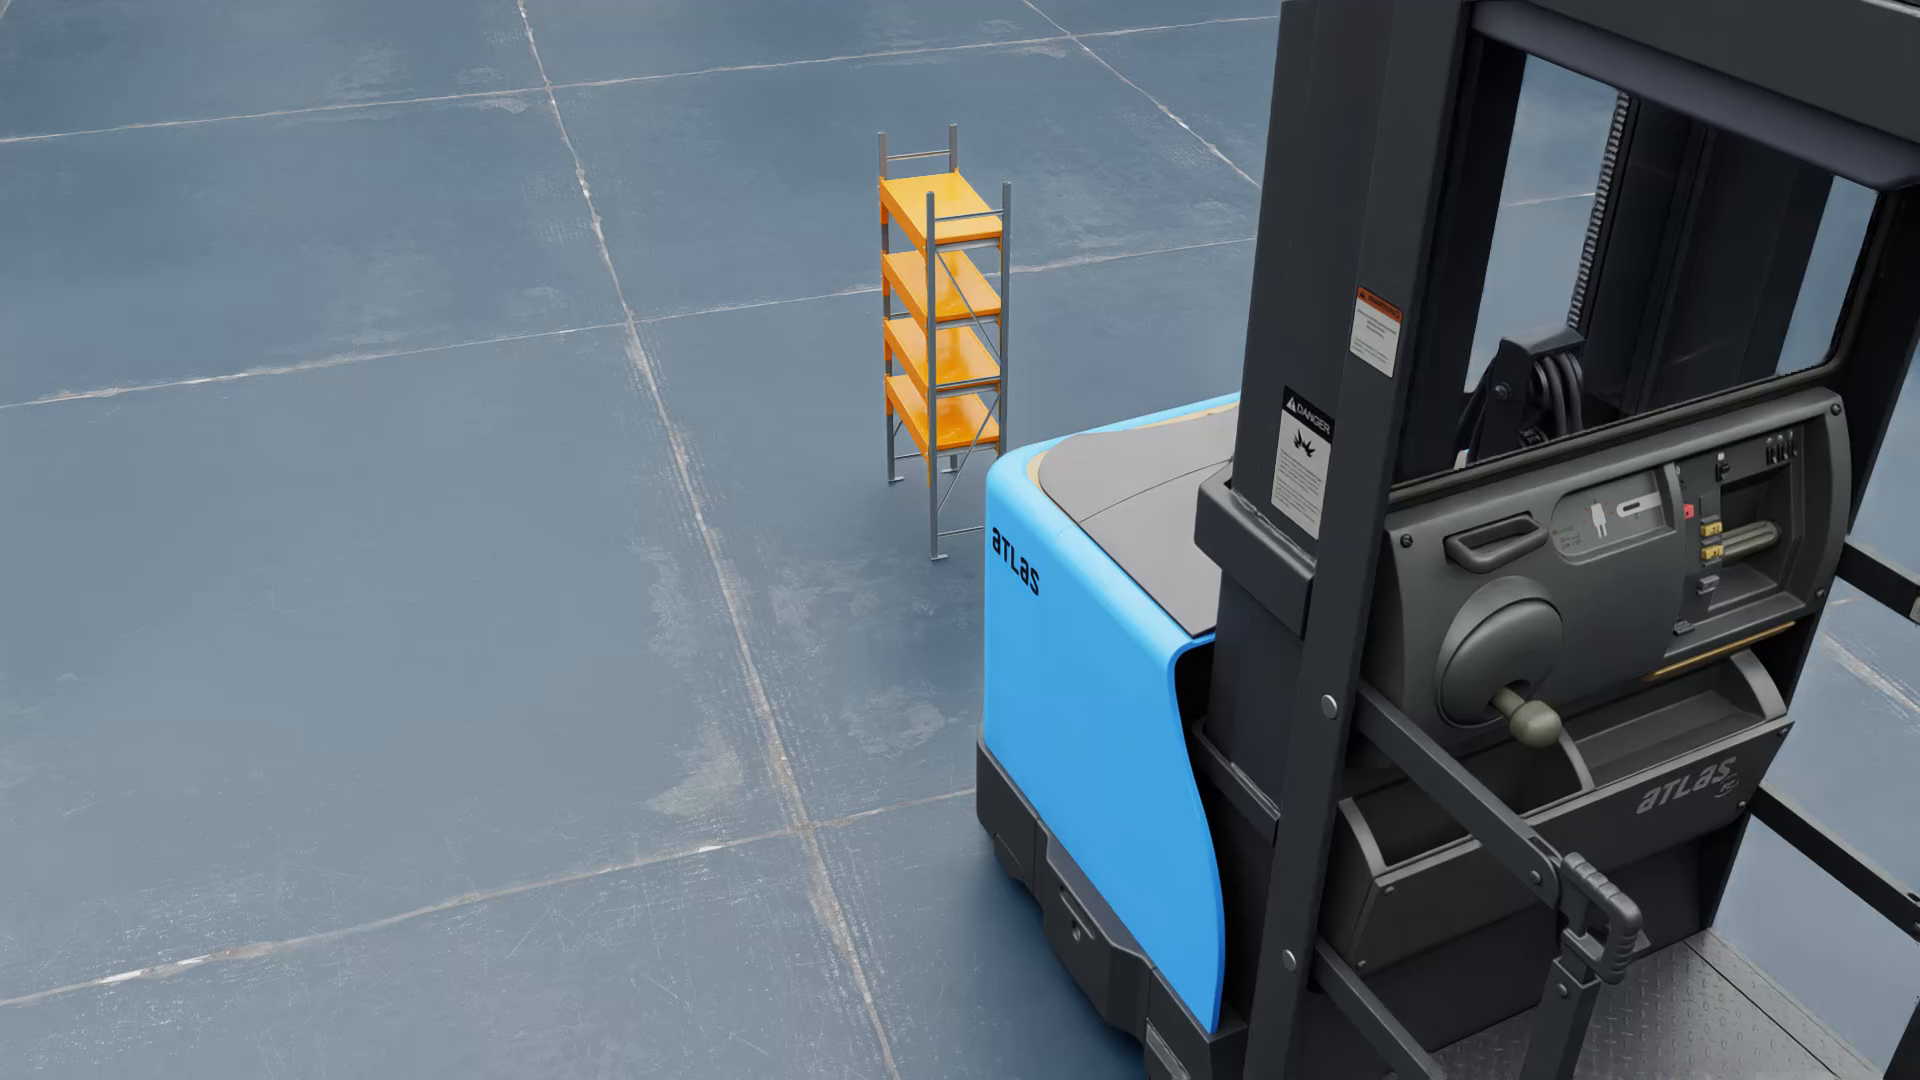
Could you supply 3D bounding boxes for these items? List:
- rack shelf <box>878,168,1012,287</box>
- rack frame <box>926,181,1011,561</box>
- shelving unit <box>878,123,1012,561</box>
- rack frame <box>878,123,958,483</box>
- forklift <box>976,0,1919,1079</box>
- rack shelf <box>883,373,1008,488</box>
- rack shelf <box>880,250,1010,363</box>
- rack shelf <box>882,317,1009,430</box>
[{"bbox_3d":[-0.050,-0.915,4.834,0.258,0.148,0.480,-10,35,-15],"label":"rack shelf"},{"bbox_3d":[0.024,-0.459,4.857,0.240,1.200,0.015,-10,35,-15],"label":"rack frame"},{"bbox_3d":[-0.050,-0.587,5.051,0.258,1.200,0.503,-10,35,-15],"label":"shelving unit"},{"bbox_3d":[-0.125,-0.716,5.245,0.240,1.200,0.015,-10,35,-15],"label":"rack frame"},{"bbox_3d":[1.145,0.098,2.443,1.130,2.935,3.031,-15,36,-22],"label":"forklift"},{"bbox_3d":[-0.050,-0.366,5.197,0.258,0.148,0.480,-10,35,-15],"label":"rack shelf"},{"bbox_3d":[-0.050,-0.718,4.965,0.258,0.148,0.480,-10,35,-15],"label":"rack shelf"},{"bbox_3d":[-0.050,-0.531,5.088,0.258,0.148,0.480,-10,35,-15],"label":"rack shelf"}]
